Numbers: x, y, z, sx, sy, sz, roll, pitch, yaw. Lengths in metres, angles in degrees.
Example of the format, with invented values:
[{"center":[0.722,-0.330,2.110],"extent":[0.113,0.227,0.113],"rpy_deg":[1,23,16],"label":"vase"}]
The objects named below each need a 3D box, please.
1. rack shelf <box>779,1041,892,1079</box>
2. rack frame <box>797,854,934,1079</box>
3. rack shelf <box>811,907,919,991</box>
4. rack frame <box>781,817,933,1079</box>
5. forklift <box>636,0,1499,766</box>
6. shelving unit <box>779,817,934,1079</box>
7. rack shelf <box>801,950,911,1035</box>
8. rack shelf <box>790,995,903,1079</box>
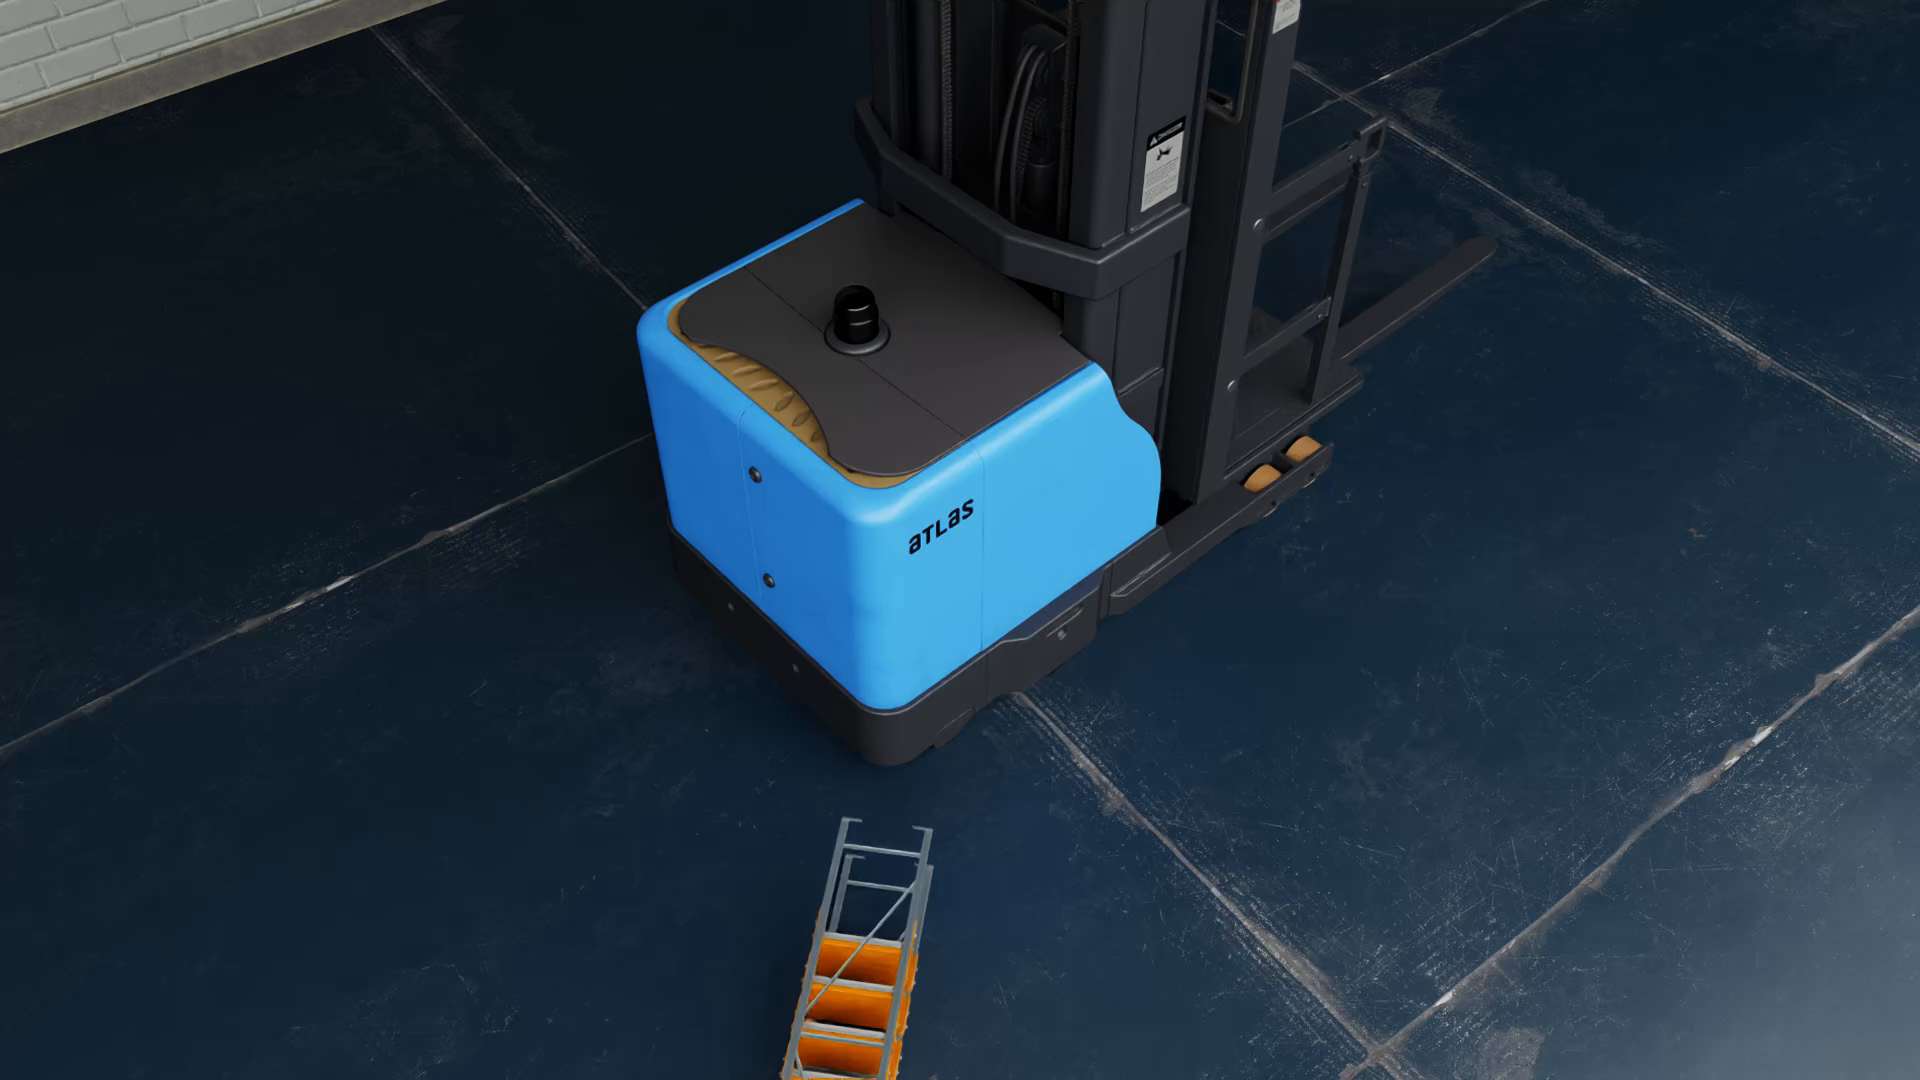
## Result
[{"center":[-0.289,1.294,3.945],"extent":[0.258,0.180,0.103],"rpy_deg":[6,48,6],"label":"rack shelf"},{"center":[-0.278,1.300,4.063],"extent":[0.240,0.006,1.200],"rpy_deg":[6,48,6],"label":"rack frame"},{"center":[-0.236,1.029,4.182],"extent":[0.258,0.180,0.103],"rpy_deg":[6,48,6],"label":"rack shelf"},{"center":[-0.278,1.178,3.927],"extent":[0.240,0.006,1.200],"rpy_deg":[6,48,6],"label":"rack frame"},{"center":[0.567,-1.319,4.468],"extent":[3.031,2.935,1.130],"rpy_deg":[-34,56,-27],"label":"forklift"},{"center":[-0.278,1.239,3.995],"extent":[0.258,0.189,1.200],"rpy_deg":[6,48,6],"label":"shelving unit"},{"center":[-0.253,1.118,4.103],"extent":[0.258,0.180,0.103],"rpy_deg":[6,48,6],"label":"rack shelf"},{"center":[-0.271,1.206,4.024],"extent":[0.258,0.180,0.103],"rpy_deg":[6,48,6],"label":"rack shelf"}]
